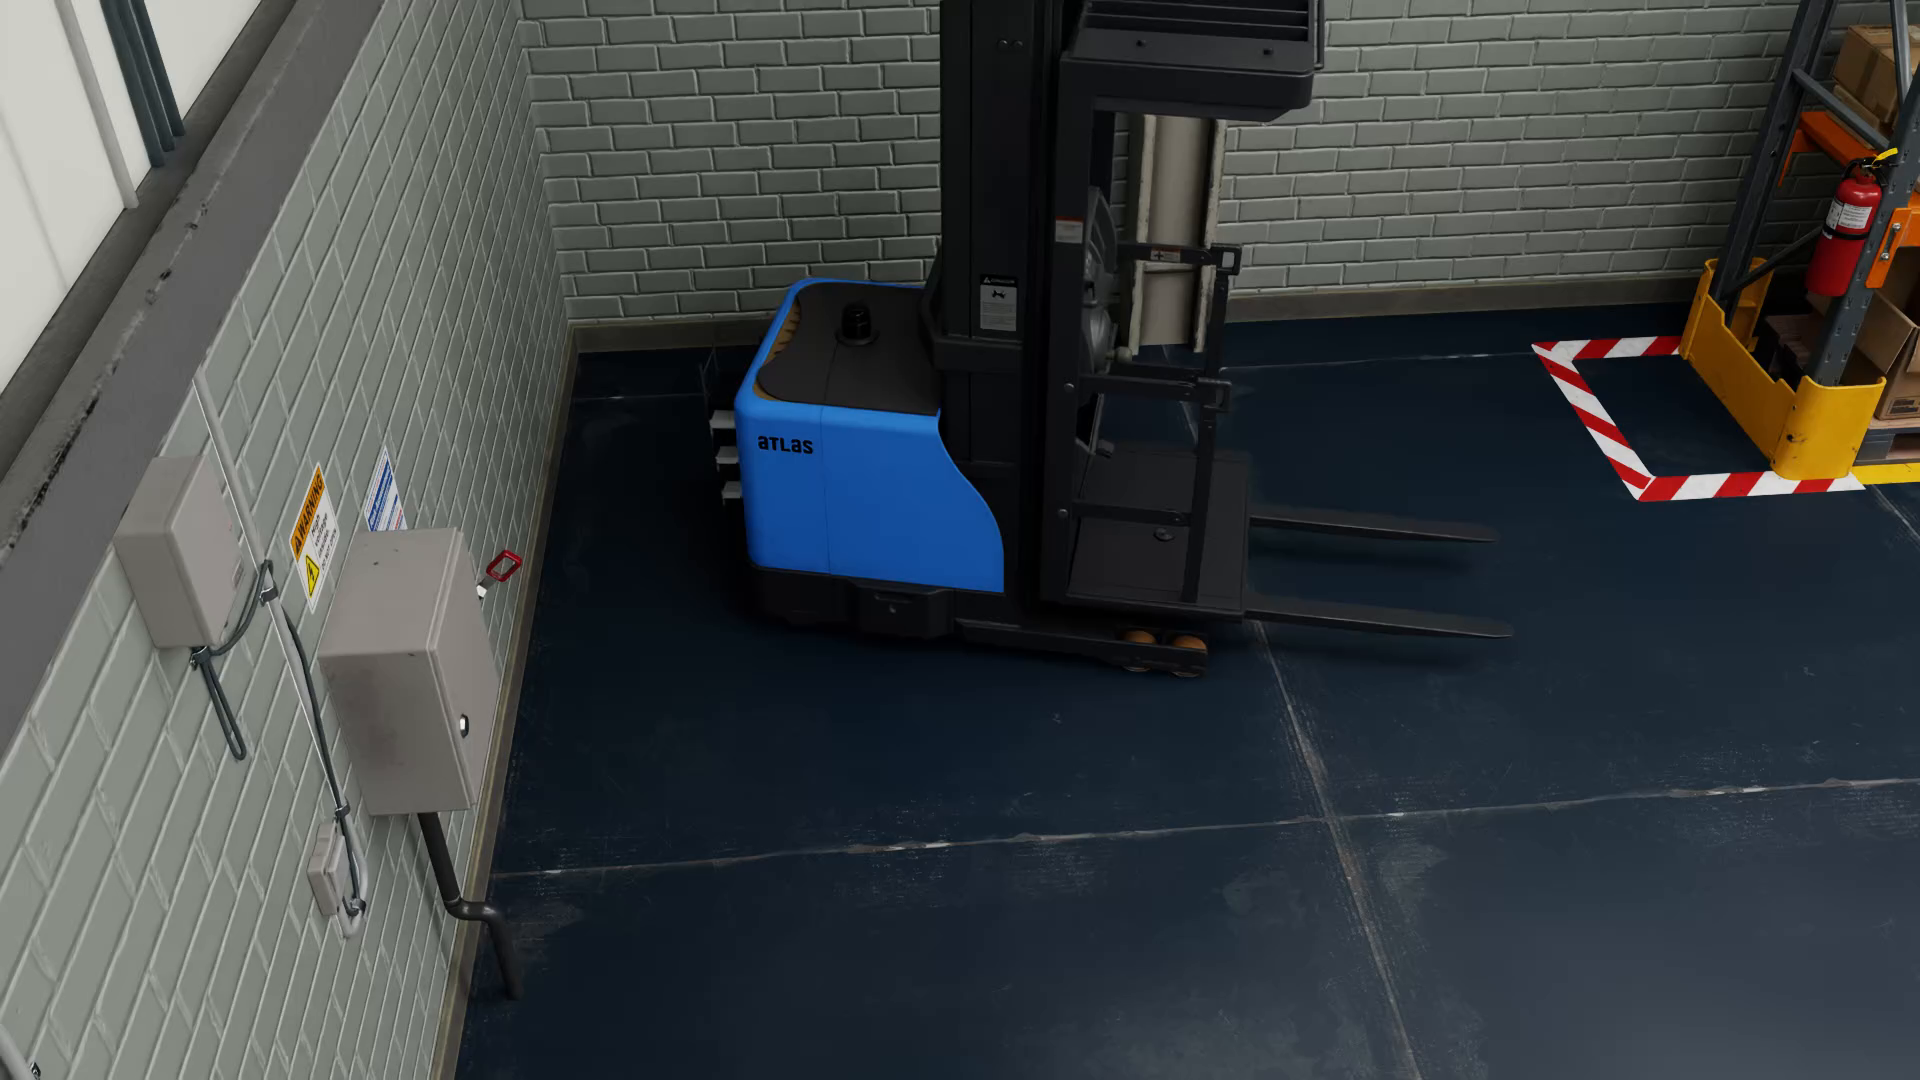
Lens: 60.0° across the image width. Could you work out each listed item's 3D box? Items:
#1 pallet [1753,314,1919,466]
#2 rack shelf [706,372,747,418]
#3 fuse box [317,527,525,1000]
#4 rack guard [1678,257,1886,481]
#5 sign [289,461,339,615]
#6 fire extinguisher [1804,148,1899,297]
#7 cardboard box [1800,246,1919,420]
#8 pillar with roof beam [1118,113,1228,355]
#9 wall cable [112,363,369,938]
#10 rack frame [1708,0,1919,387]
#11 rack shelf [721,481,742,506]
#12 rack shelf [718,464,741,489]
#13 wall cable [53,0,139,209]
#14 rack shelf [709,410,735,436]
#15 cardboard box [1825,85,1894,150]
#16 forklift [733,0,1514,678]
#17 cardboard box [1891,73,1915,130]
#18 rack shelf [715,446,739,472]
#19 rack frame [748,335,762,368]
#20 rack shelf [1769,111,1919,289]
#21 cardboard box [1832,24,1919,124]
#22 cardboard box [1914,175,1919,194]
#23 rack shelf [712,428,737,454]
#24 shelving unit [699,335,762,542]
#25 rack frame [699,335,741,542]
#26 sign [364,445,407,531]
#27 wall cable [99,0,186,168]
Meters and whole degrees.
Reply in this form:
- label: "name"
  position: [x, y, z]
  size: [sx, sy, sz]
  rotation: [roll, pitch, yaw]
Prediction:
- label: "pallet"
  position: [4.666, -0.765, 8.049]
  size: [1.213, 0.211, 1.003]
  rotation: [-3, 38, -4]
- label: "rack shelf"
  position: [-0.925, -0.605, 6.901]
  size: [0.200, 0.077, 0.258]
  rotation: [1, 38, 6]
- label: "fuse box"
  position: [-1.416, 0.777, 4.884]
  size: [0.414, 1.711, 0.539]
  rotation: [-3, 38, -4]
- label: "rack guard"
  position: [3.872, -0.834, 7.903]
  size: [0.348, 0.500, 1.175]
  rotation: [-3, 38, -4]
- label: "sign"
  position: [-1.617, -0.008, 4.172]
  size: [0.001, 0.242, 0.339]
  rotation: [-3, 38, -4]
- label: "fire extinguisher"
  position: [3.691, -1.341, 6.892]
  size: [0.183, 0.674, 0.296]
  rotation: [-3, 38, -4]
- label: "cardboard box"
  position: [4.414, -0.971, 7.735]
  size: [0.637, 0.503, 0.797]
  rotation: [-5, 39, -6]
- label: "pillar with roof beam"
  position: [1.412, -1.918, 2.416]
  size: [0.400, 9.000, 9.100]
  rotation: [-3, 38, -4]
- label: "wall cable"
  position: [-1.512, 0.302, 3.626]
  size: [0.122, 1.984, 0.588]
  rotation: [-3, 38, -4]
- label: "rack frame"
  position: [3.796, -1.811, 7.124]
  size: [0.127, 3.000, 1.000]
  rotation: [-3, 38, -4]
- label: "rack shelf"
  position: [-0.902, -0.251, 7.178]
  size: [0.200, 0.077, 0.258]
  rotation: [1, 38, 6]
- label: "rack shelf"
  position: [-0.907, -0.322, 7.122]
  size: [0.200, 0.077, 0.258]
  rotation: [1, 38, 6]
- label: "wall cable"
  position: [-1.465, -1.082, 1.357]
  size: [0.029, 3.000, 2.355]
  rotation: [-3, 38, -4]
- label: "rack shelf"
  position: [-0.920, -0.535, 6.956]
  size: [0.200, 0.077, 0.258]
  rotation: [1, 38, 6]
- label: "cardboard box"
  position: [4.103, -1.896, 7.435]
  size: [0.250, 0.149, 0.380]
  rotation: [-4, 38, -4]
- label: "forklift"
  position: [0.700, -0.965, 6.106]
  size: [3.031, 2.935, 1.130]
  rotation: [6, 39, 8]
- label: "cardboard box"
  position: [4.272, -1.728, 6.899]
  size: [0.500, 0.250, 0.500]
  rotation: [-3, 38, -4]
- label: "rack shelf"
  position: [-0.911, -0.393, 7.067]
  size: [0.200, 0.077, 0.258]
  rotation: [1, 38, 6]
- label: "rack frame"
  position: [-0.812, -0.417, 7.036]
  size: [0.006, 0.900, 0.240]
  rotation: [1, 38, 6]
- label: "rack shelf"
  position: [5.788, -1.638, 7.486]
  size: [4.000, 0.370, 1.077]
  rotation: [-3, 38, -4]
- label: "cardboard box"
  position: [4.231, -2.058, 7.318]
  size: [0.500, 0.250, 0.500]
  rotation: [-2, 38, -3]
- label: "cardboard box"
  position: [4.148, -1.561, 7.010]
  size: [0.250, 0.149, 0.380]
  rotation: [-3, 38, -4]
- label: "rack shelf"
  position: [-0.916, -0.464, 7.012]
  size: [0.200, 0.077, 0.258]
  rotation: [1, 38, 6]
- label: "shelving unit"
  position: [-0.913, -0.419, 7.047]
  size: [0.210, 0.900, 0.258]
  rotation: [1, 38, 6]
- label: "rack frame"
  position: [-1.014, -0.421, 7.057]
  size: [0.006, 0.900, 0.240]
  rotation: [1, 38, 6]
- label: "sign"
  position: [-1.666, 0.015, 4.886]
  size: [0.001, 0.494, 0.329]
  rotation: [-3, 38, -4]
- label: "wall cable"
  position: [-1.674, -2.818, 3.526]
  size: [0.133, 3.039, 2.988]
  rotation: [-3, 38, -4]
